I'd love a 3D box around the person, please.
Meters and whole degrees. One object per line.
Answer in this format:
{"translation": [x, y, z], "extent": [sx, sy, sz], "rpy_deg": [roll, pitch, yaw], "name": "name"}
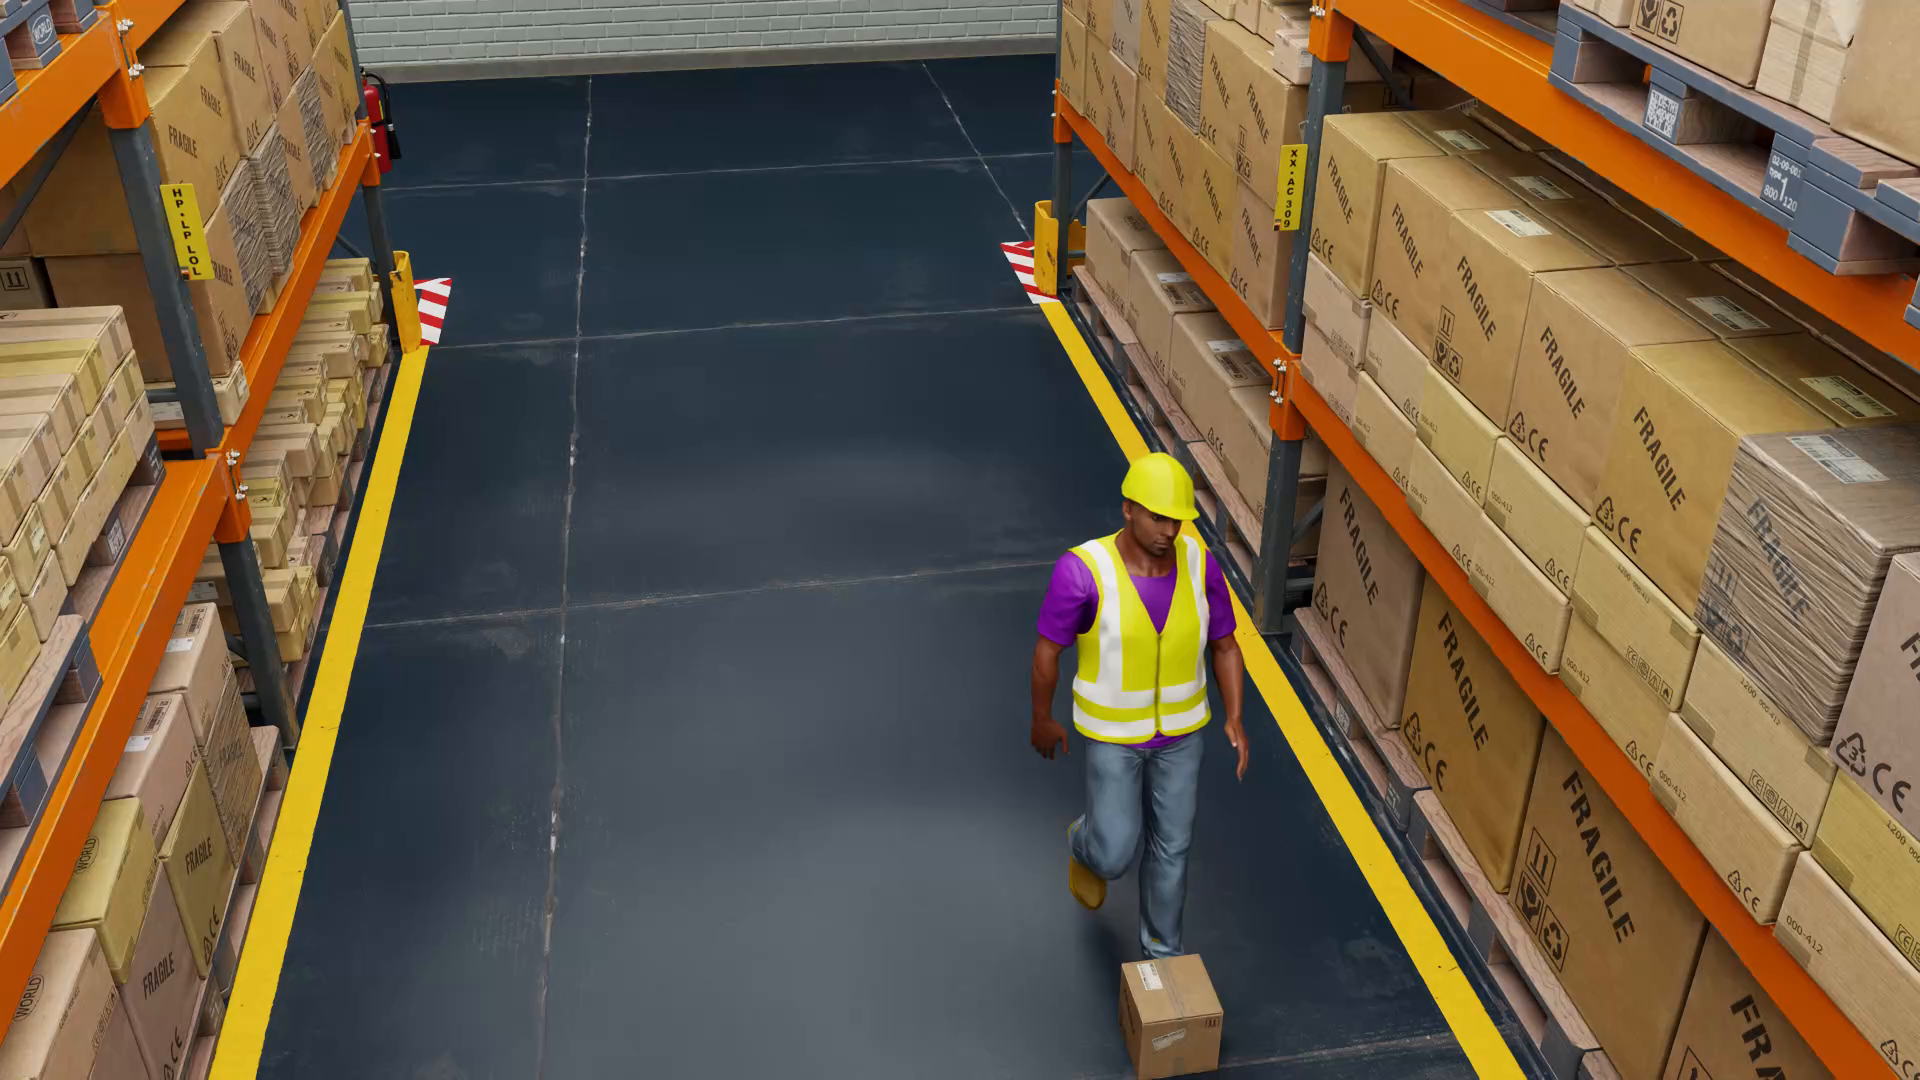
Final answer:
{"translation": [0.580, 0.617, 5.078], "extent": [0.636, 1.722, 0.761], "rpy_deg": [-8, 31, -13], "name": "person"}
